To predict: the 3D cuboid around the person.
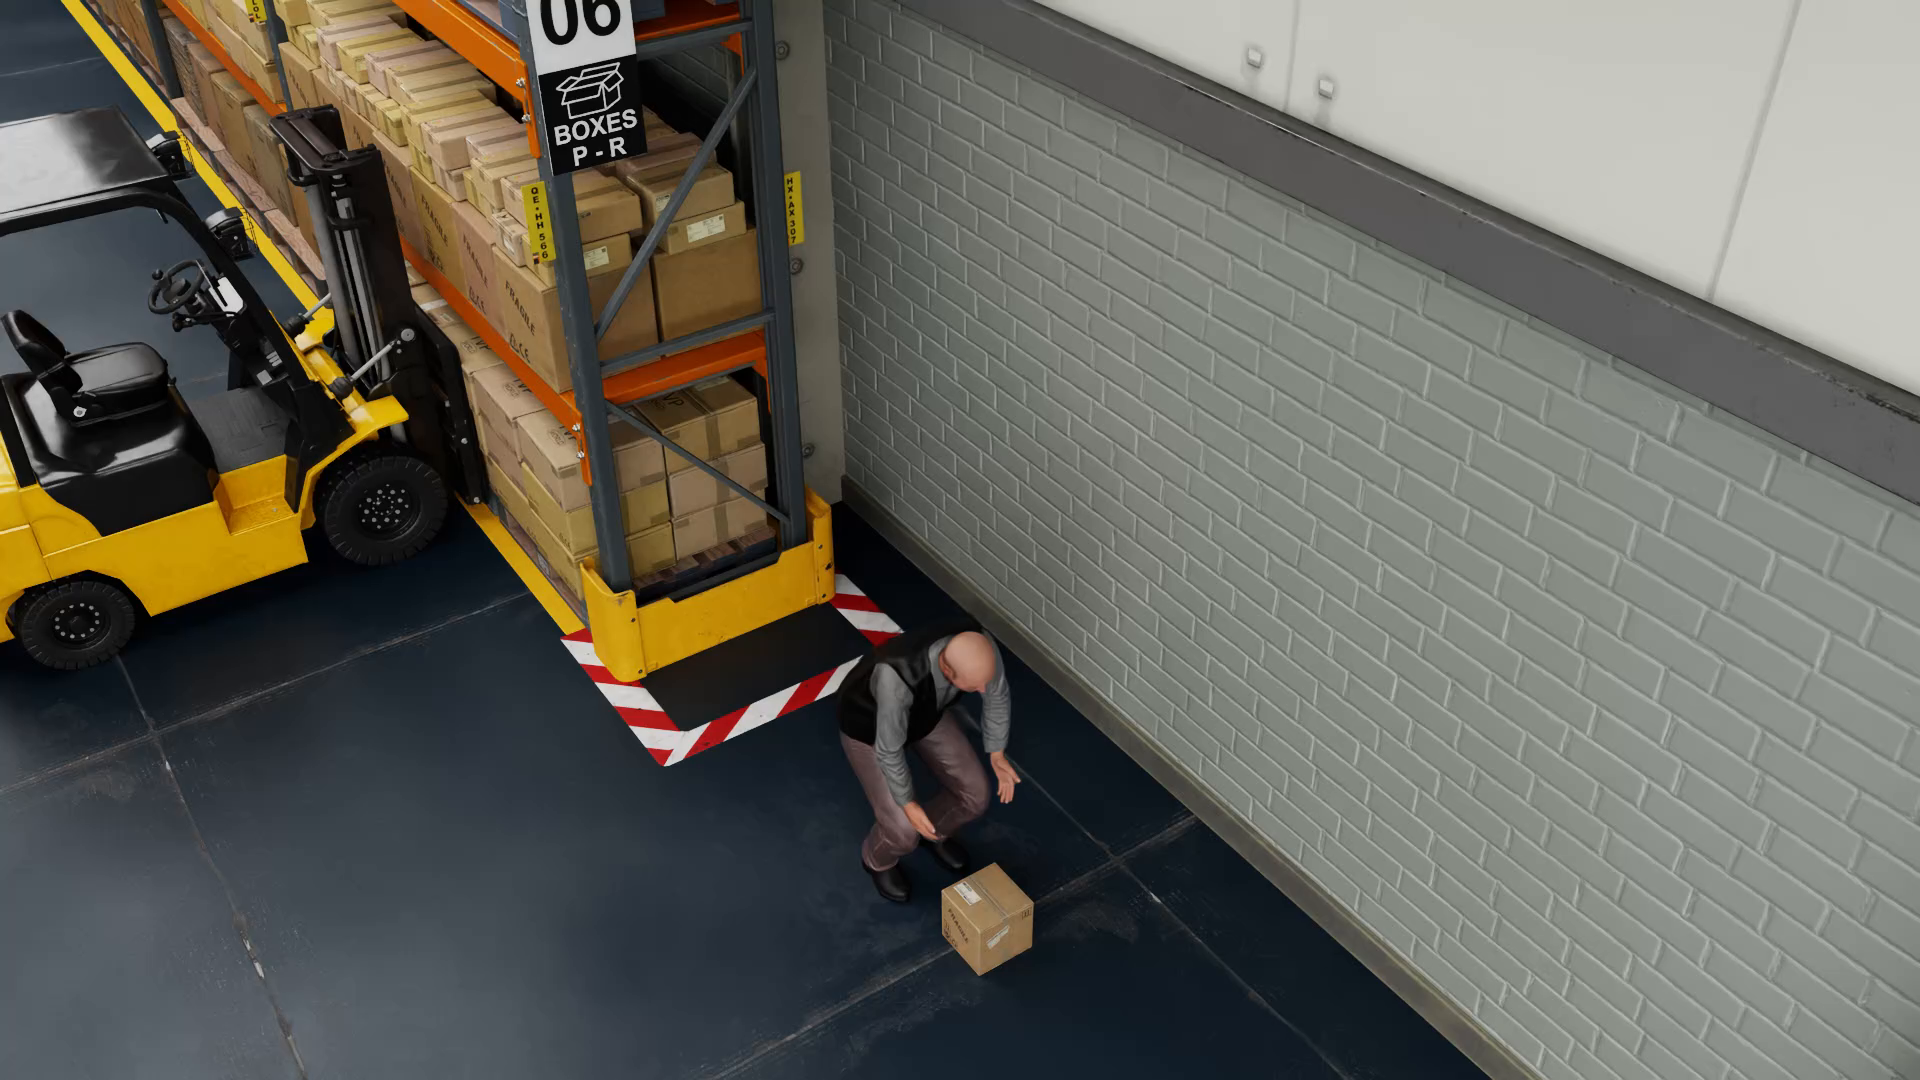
[{"bbox_3d":[-0.121,0.765,6.279,0.591,1.369,0.725,-22,42,-28],"label":"person"}]
